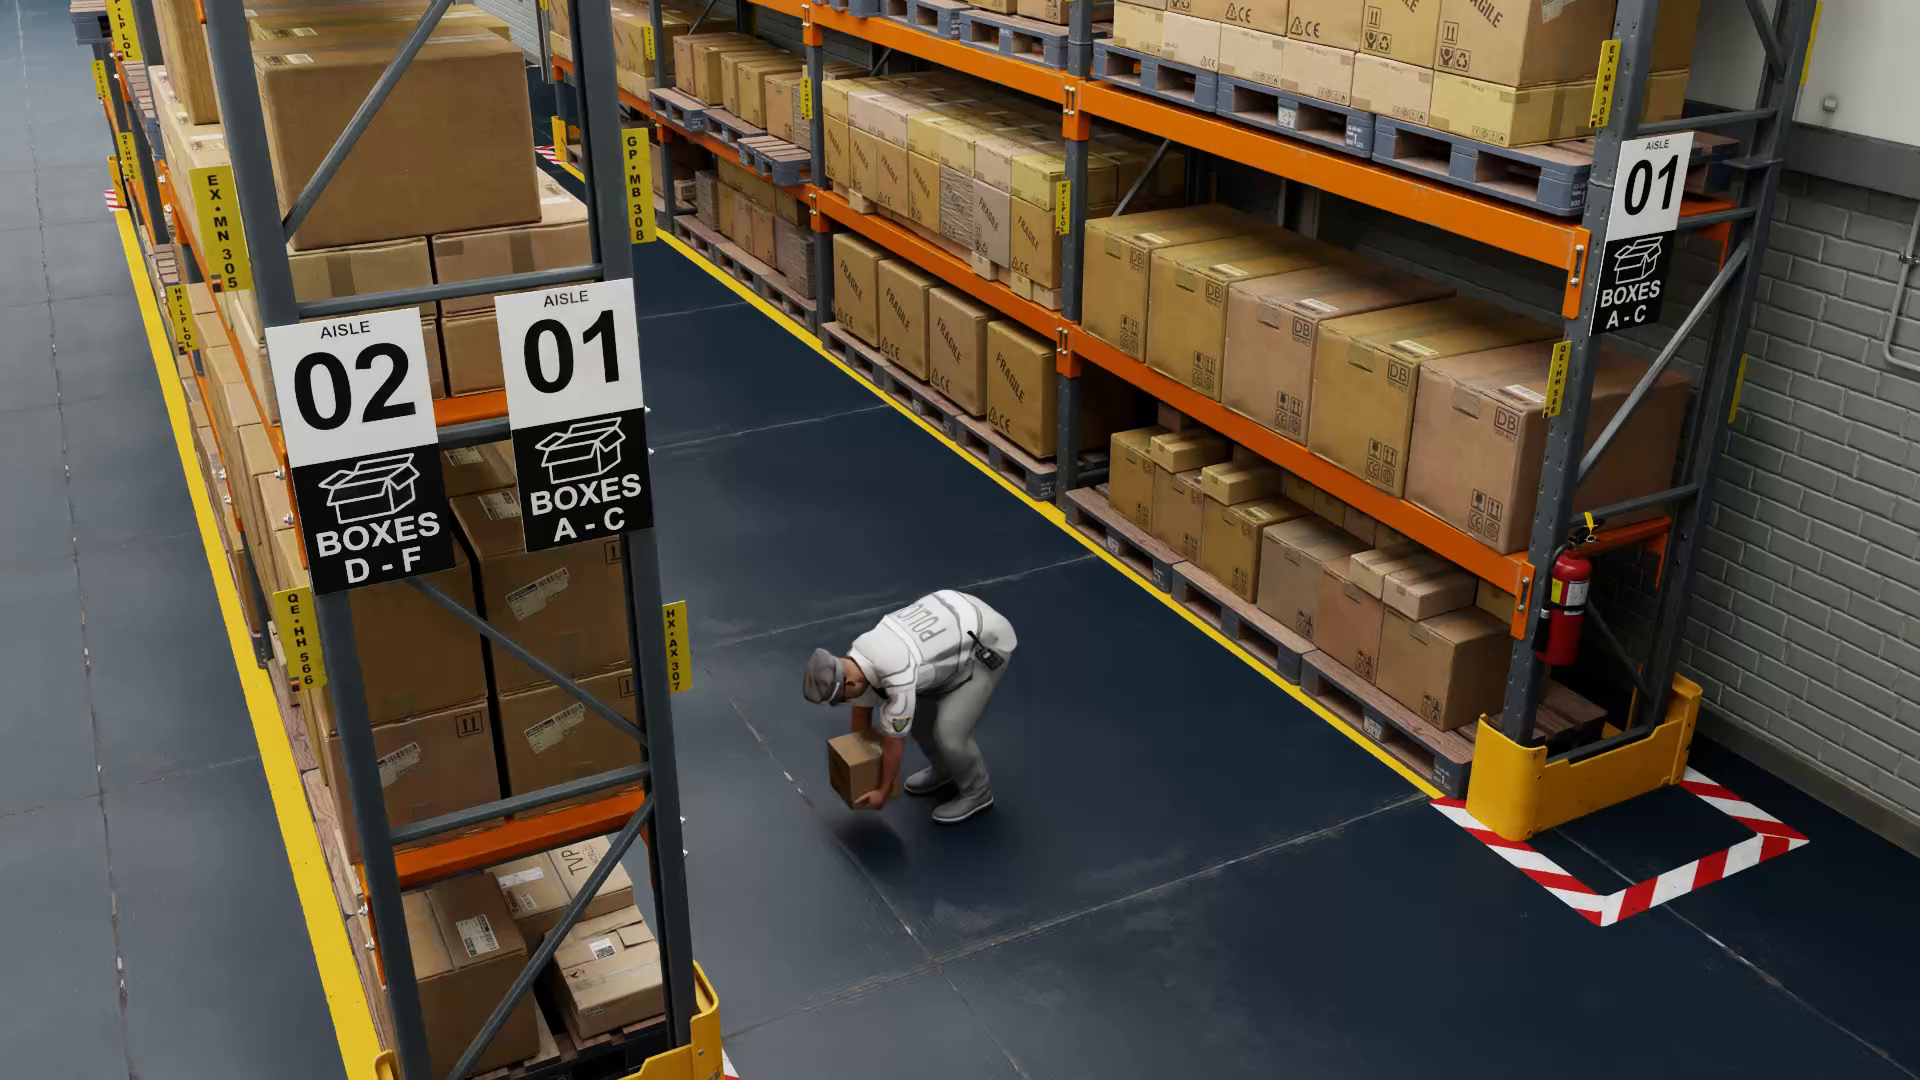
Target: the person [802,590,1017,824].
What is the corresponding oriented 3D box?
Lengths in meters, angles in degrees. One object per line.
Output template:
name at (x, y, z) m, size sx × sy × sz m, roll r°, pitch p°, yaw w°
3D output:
person at (-0.238, 0.809, 7.698) m, size 1.040 × 1.068 × 0.515 m, roll -14°, pitch 29°, yaw -27°
